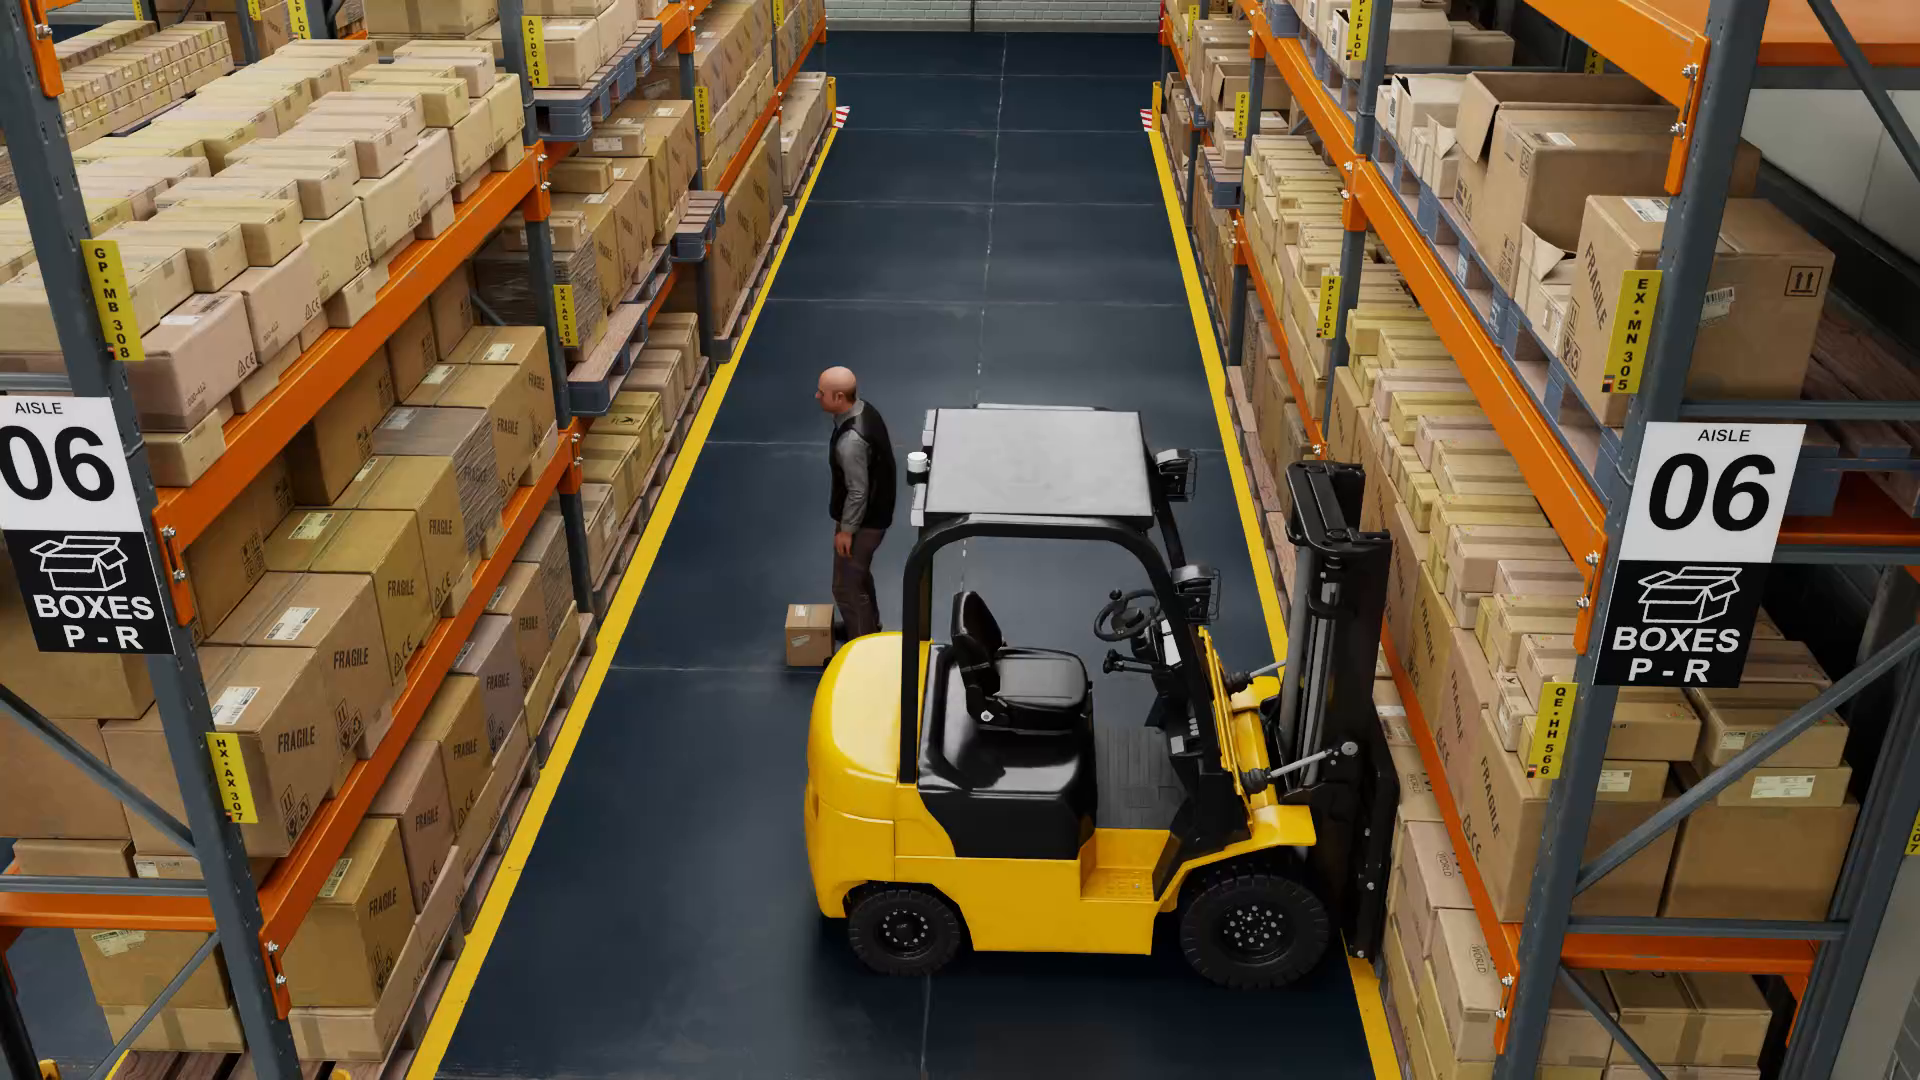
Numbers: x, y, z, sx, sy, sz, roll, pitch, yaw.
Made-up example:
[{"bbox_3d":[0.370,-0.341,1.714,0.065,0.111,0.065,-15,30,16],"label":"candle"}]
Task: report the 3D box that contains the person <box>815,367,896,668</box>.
[{"bbox_3d":[-0.544,-0.126,8.886,0.417,1.720,0.579,0,28,1],"label":"person"}]
